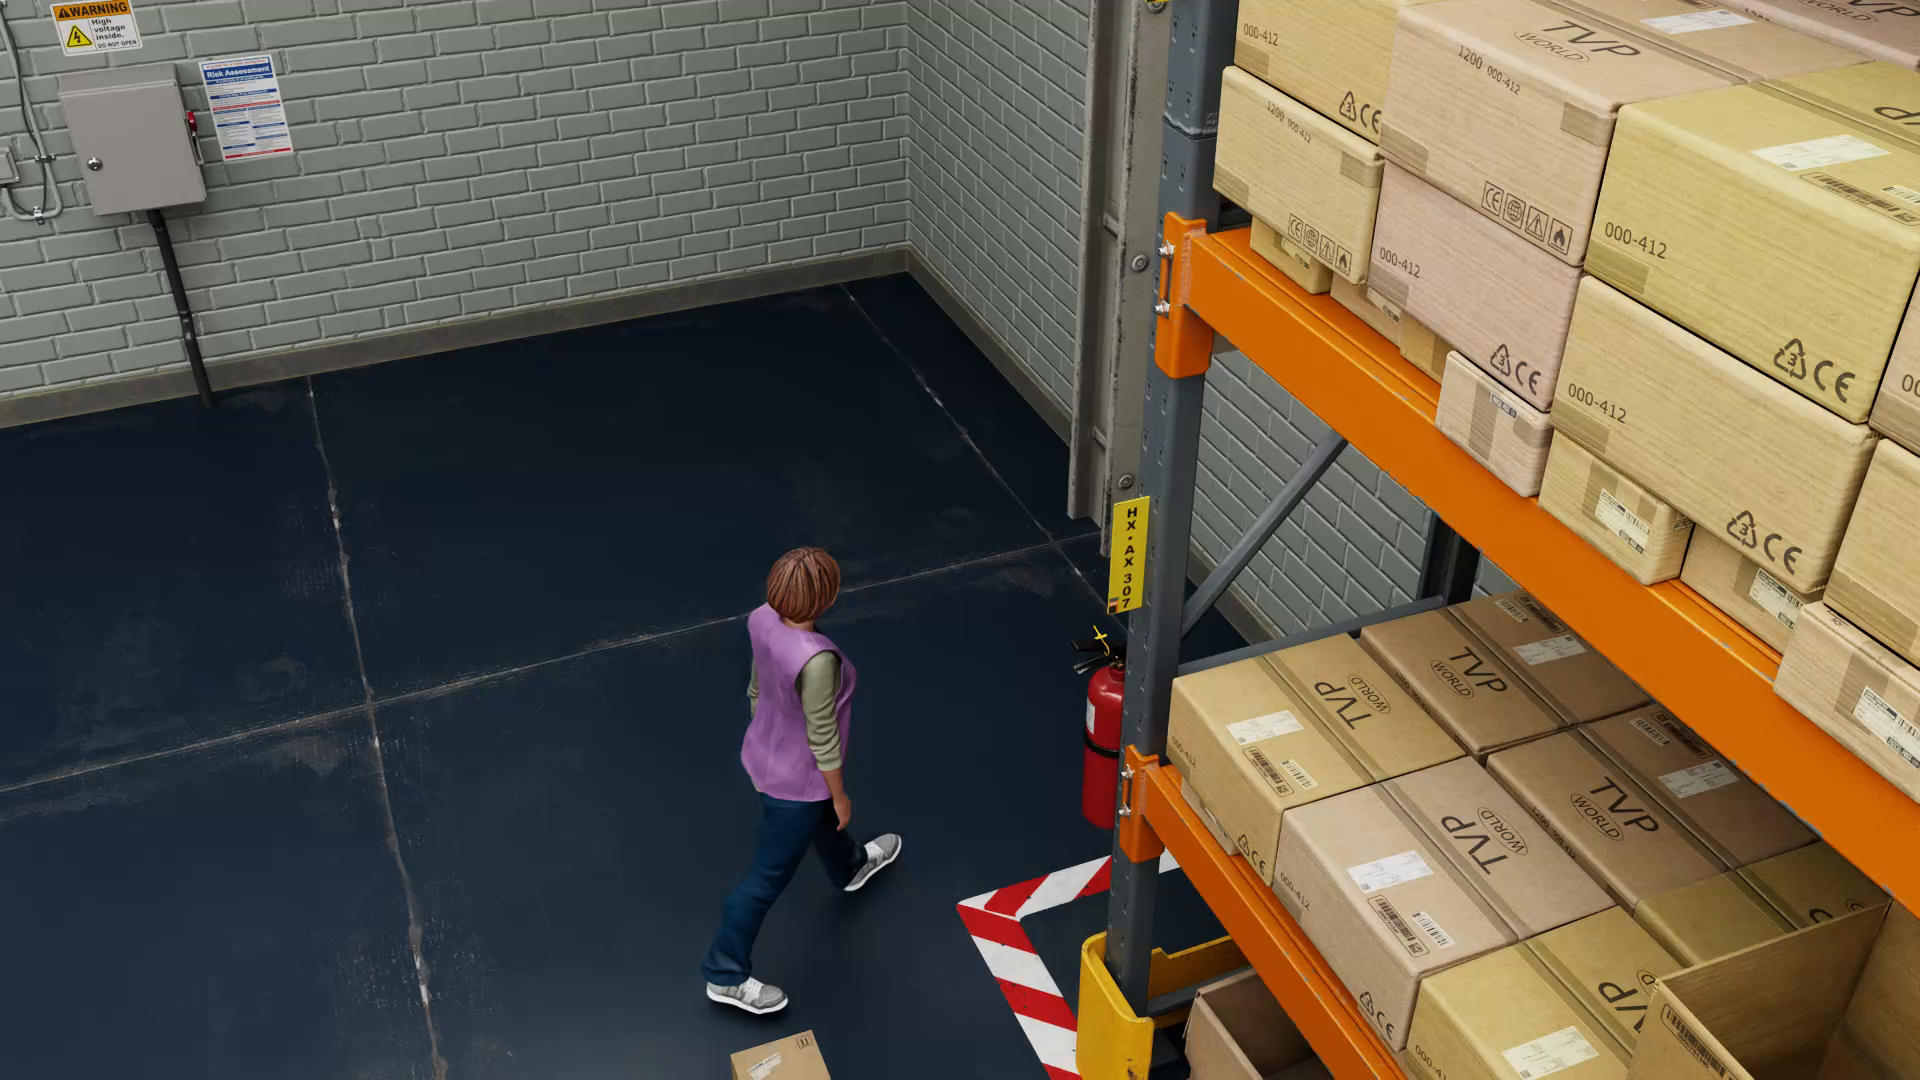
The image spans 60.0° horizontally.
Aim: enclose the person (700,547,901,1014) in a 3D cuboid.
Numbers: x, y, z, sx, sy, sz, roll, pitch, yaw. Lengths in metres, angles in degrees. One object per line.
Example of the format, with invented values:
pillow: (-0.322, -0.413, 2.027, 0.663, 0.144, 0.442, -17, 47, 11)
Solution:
person: (-0.483, 0.686, 5.131, 0.834, 1.552, 0.520, -16, 37, -22)
